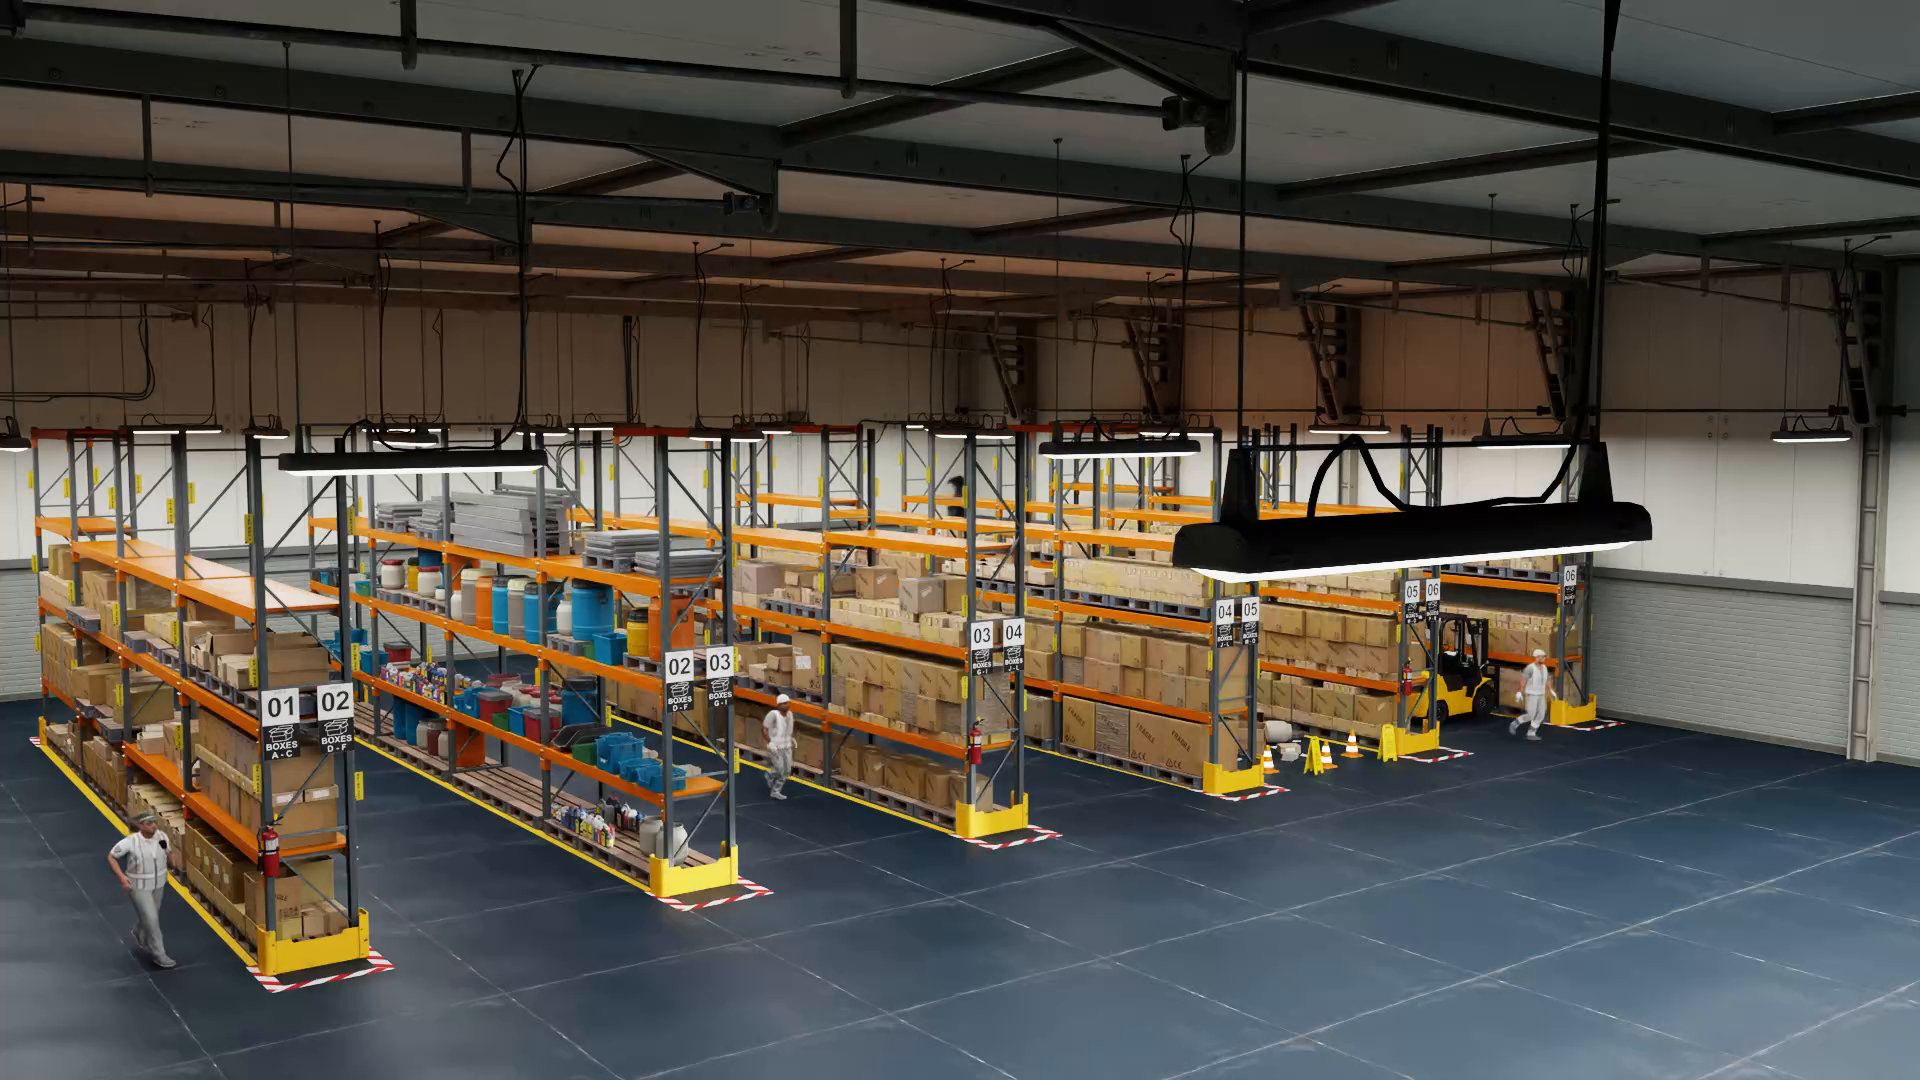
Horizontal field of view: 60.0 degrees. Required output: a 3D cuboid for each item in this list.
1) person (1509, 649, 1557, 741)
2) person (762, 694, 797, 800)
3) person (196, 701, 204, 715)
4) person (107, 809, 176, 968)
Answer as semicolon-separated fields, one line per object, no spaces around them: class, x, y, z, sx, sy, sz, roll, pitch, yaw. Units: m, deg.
person;10.951;2.956;31.829;0.706;1.747;0.697;-3;5;-31
person;-2.983;3.351;27.092;0.679;1.722;0.587;-4;6;-45
person;-13.800;3.149;30.537;0.877;1.578;0.711;2;5;26
person;-9.307;3.929;18.984;1.010;1.762;0.672;3;5;30
